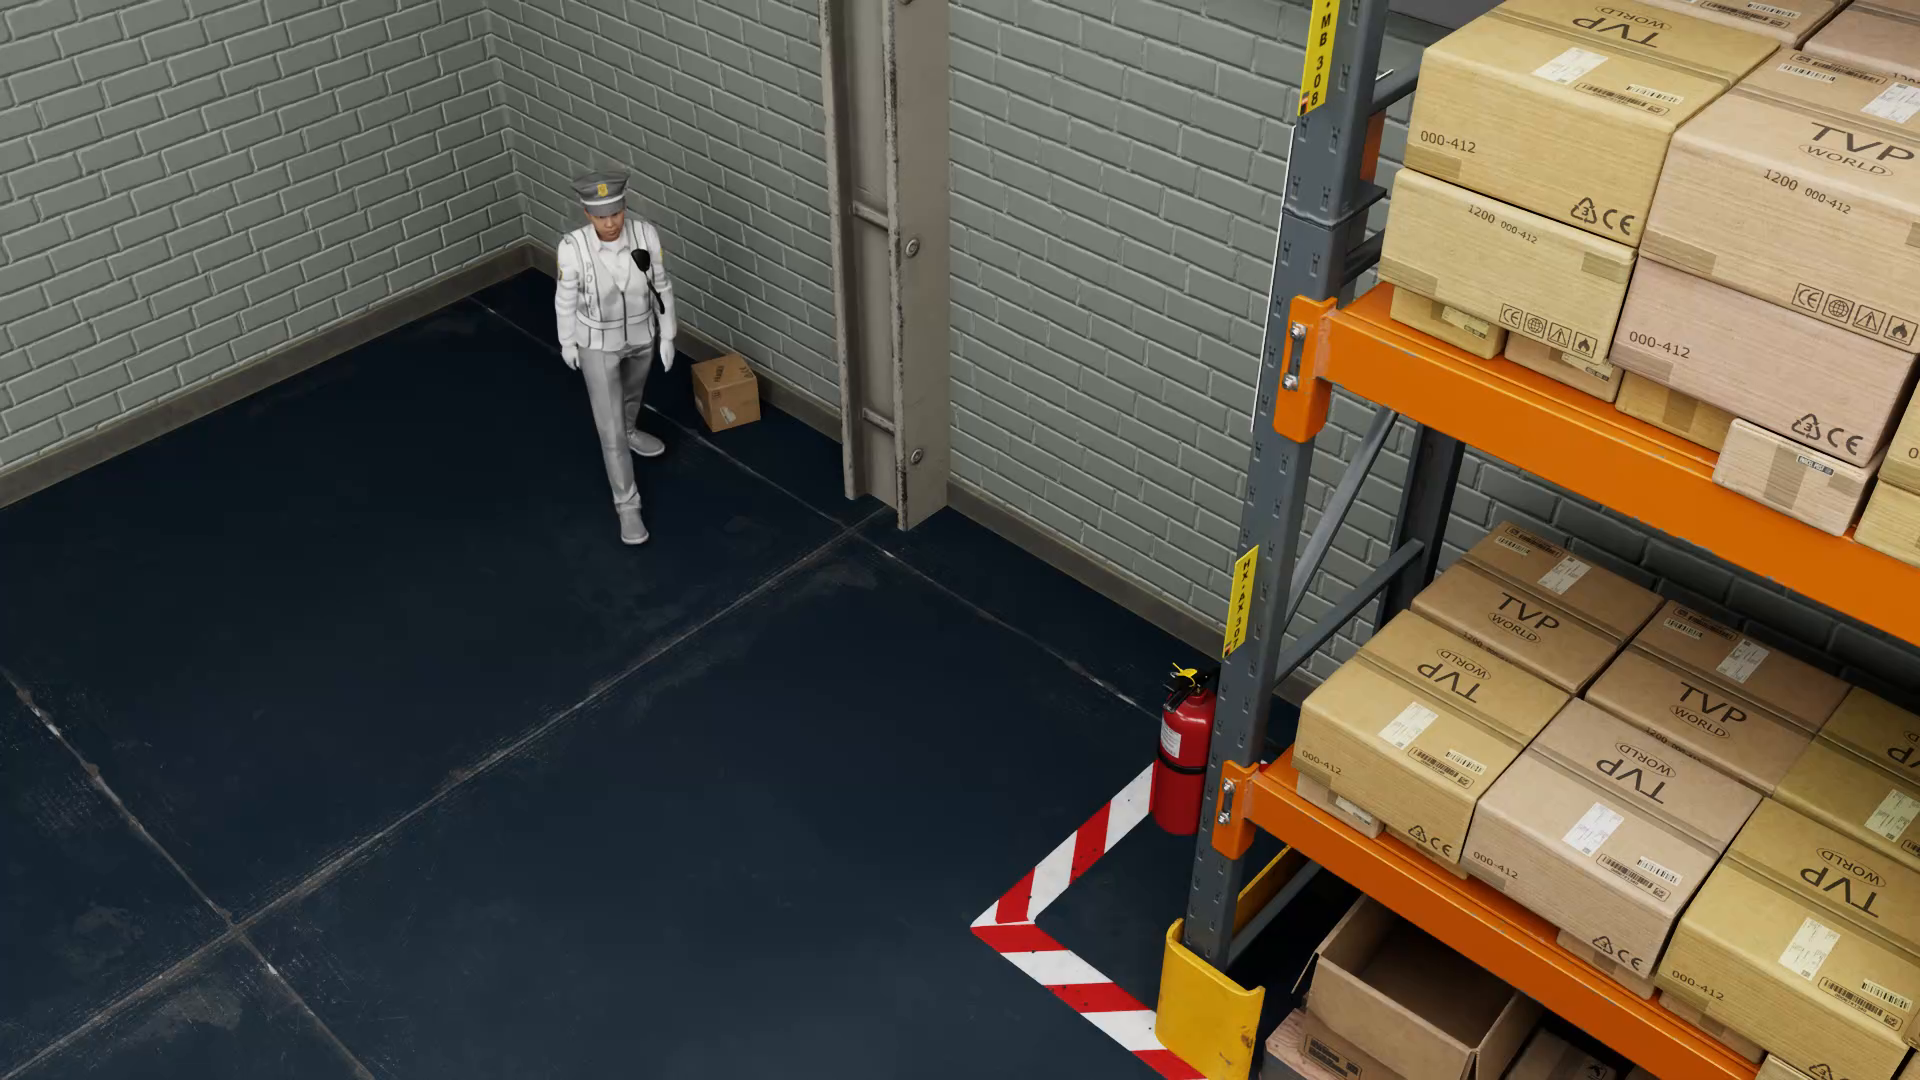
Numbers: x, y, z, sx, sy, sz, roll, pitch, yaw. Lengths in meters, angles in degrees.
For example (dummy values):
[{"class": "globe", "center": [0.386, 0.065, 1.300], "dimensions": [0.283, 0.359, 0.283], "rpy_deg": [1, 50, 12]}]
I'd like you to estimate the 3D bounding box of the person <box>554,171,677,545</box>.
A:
[{"class": "person", "center": [-1.459, -0.868, 7.195], "dimensions": [0.502, 1.640, 0.856], "rpy_deg": [-21, 44, -24]}]
